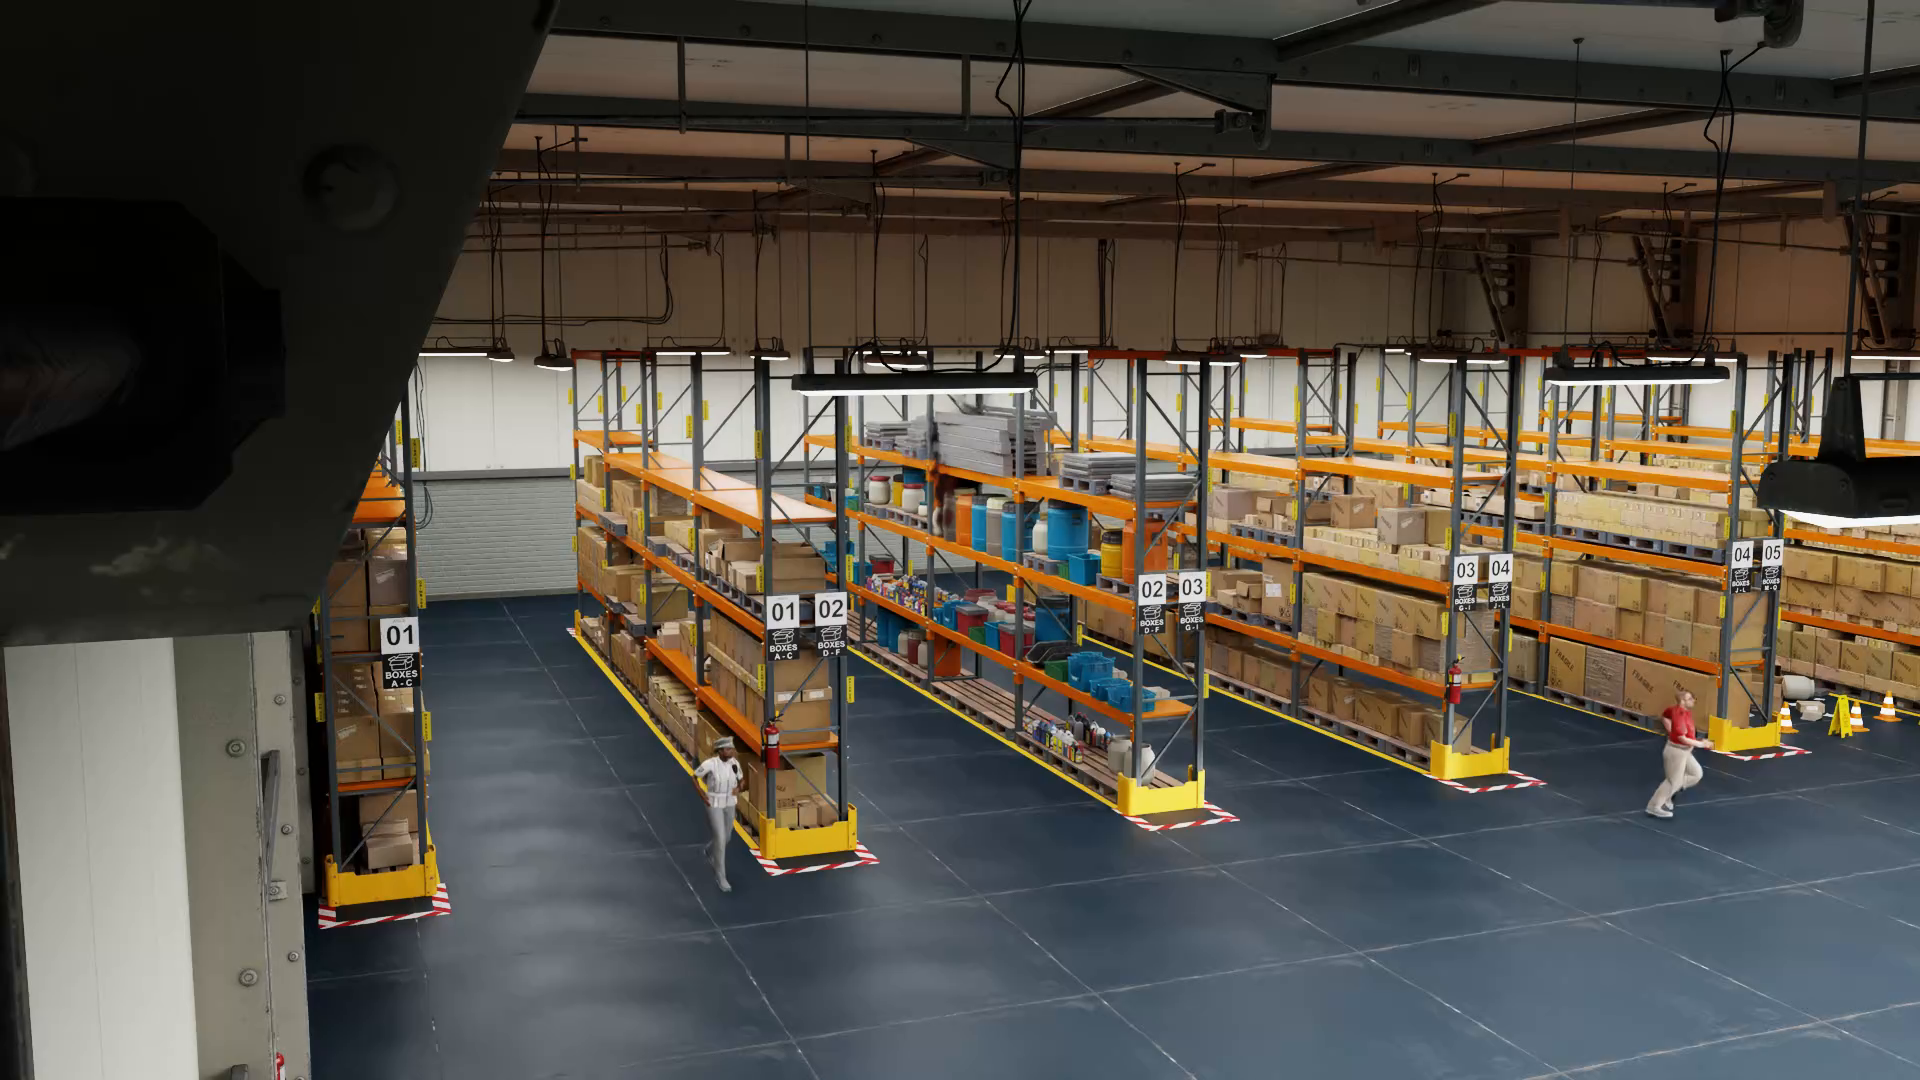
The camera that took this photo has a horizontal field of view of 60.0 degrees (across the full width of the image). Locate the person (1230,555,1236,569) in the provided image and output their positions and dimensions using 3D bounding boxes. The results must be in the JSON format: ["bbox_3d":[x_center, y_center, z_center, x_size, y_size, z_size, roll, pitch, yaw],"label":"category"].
[{"bbox_3d":[6.798,0.305,41.463,0.684,1.717,0.713,3,8,21],"label":"person"}]

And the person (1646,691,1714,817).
[{"bbox_3d":[9.433,2.790,21.760,0.769,1.681,0.687,3,8,25],"label":"person"}]

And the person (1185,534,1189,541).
[{"bbox_3d":[5.115,0.667,38.600,0.663,1.817,0.761,-2,7,-17],"label":"person"}]

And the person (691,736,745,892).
[{"bbox_3d":[-2.745,3.108,19.316,0.592,1.692,0.909,-6,9,-41],"label":"person"}]
